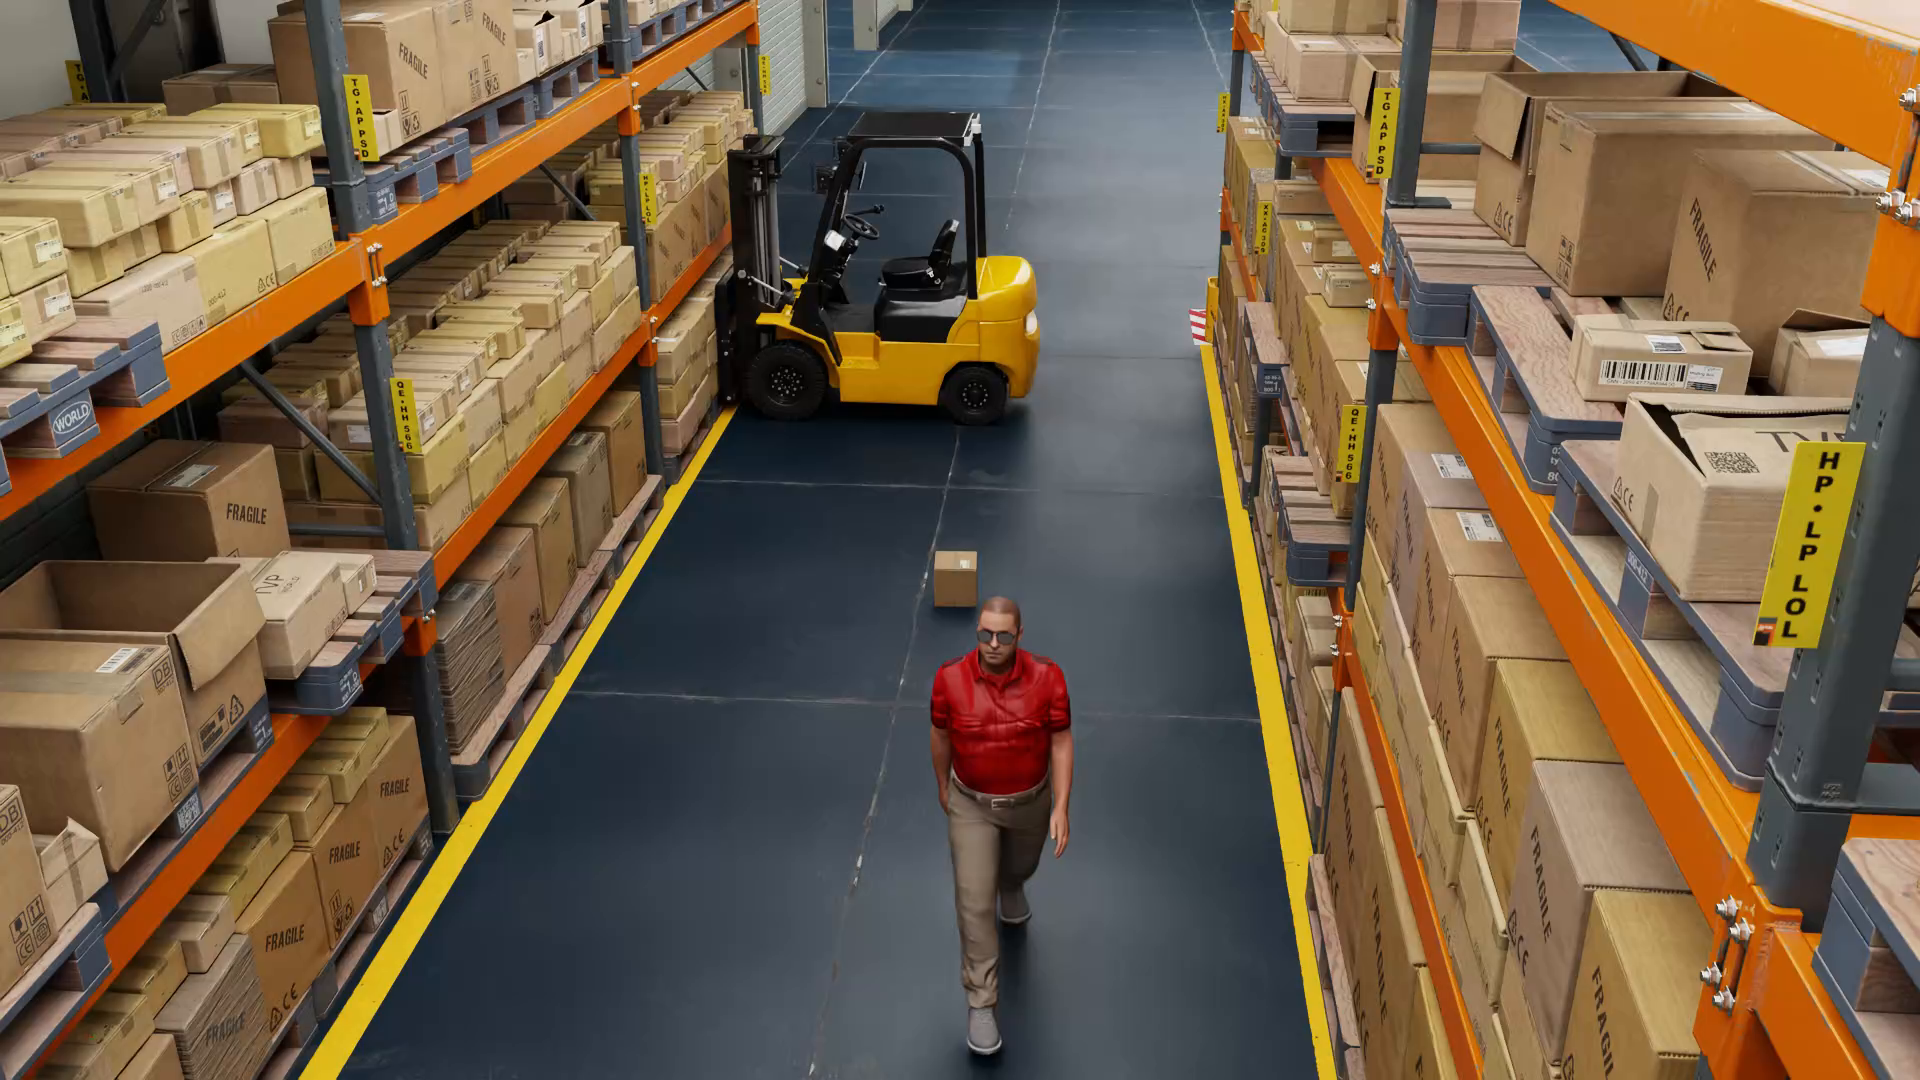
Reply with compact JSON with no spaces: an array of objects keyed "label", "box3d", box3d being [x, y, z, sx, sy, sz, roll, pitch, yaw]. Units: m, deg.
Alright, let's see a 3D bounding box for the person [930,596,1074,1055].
[{"label":"person","box3d":[0.164,1.001,6.413,0.535,1.672,1.068,-2,24,-5]}]
